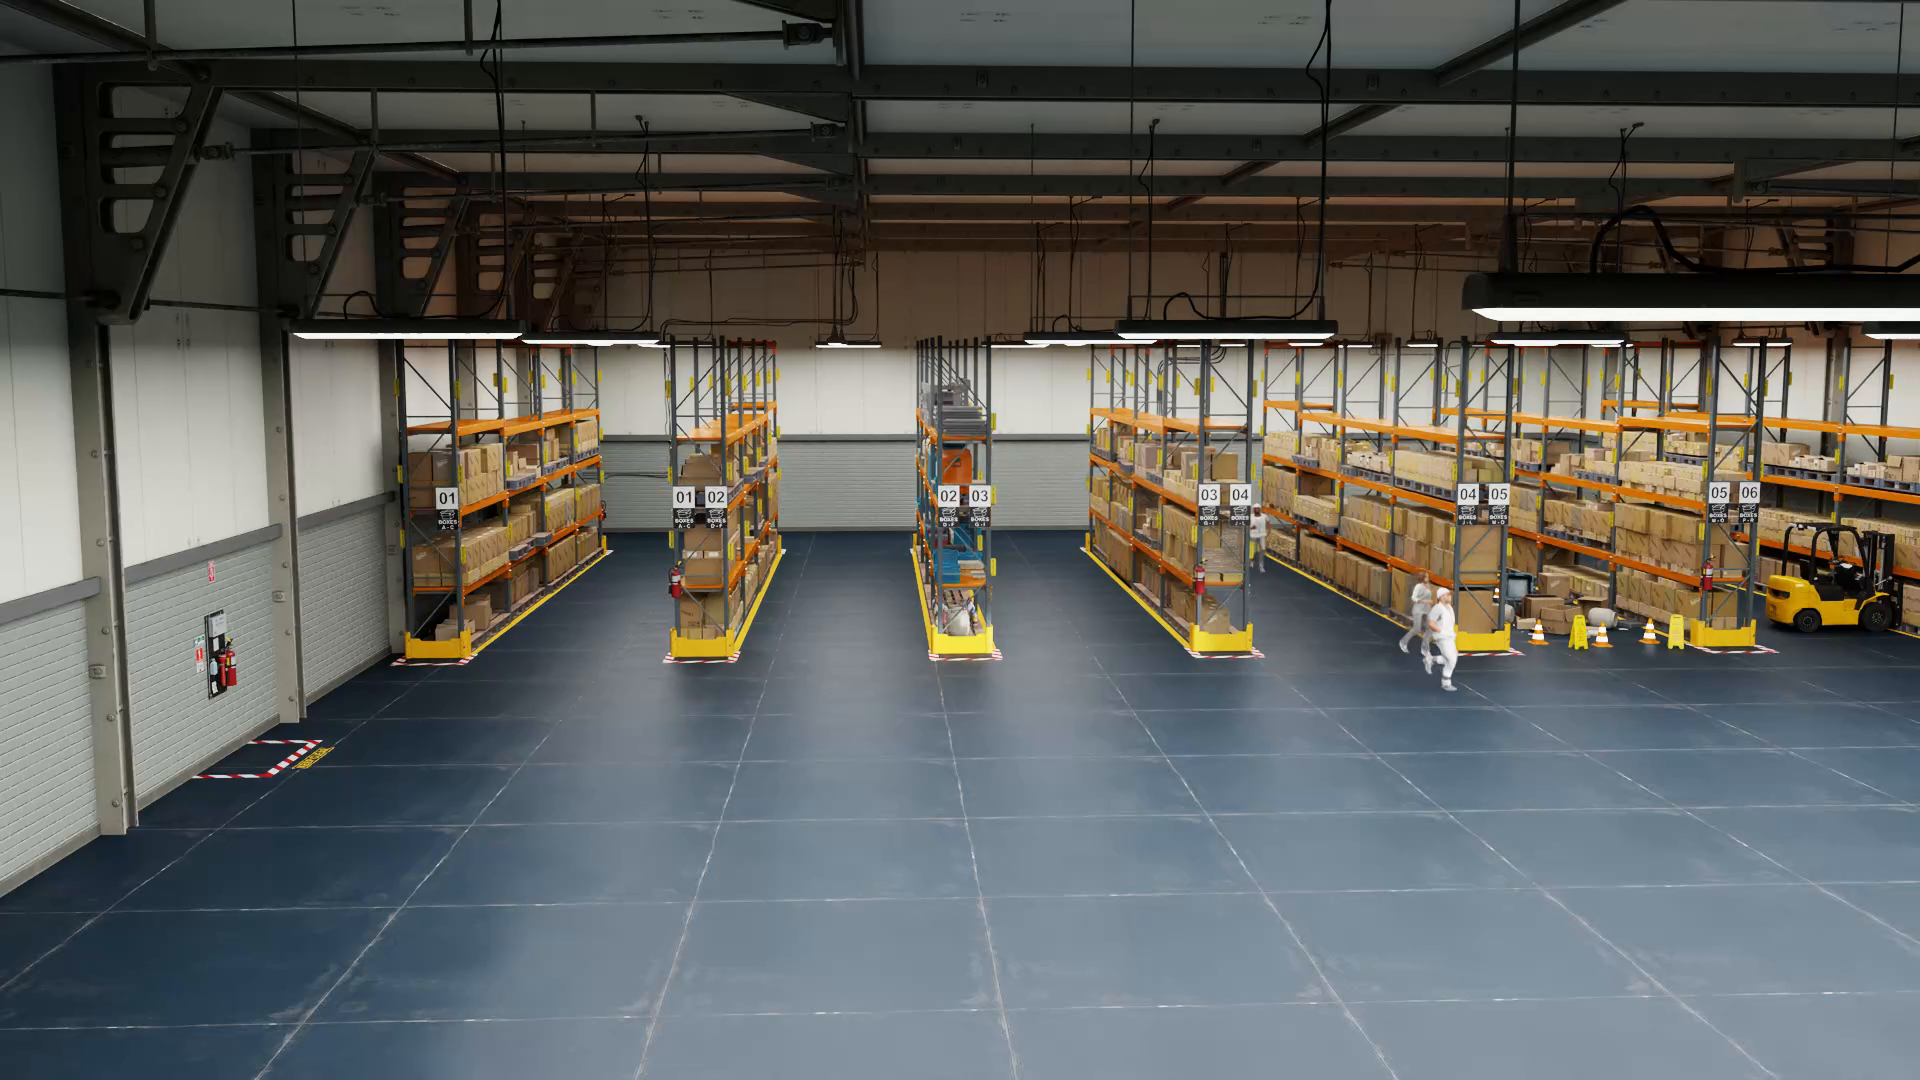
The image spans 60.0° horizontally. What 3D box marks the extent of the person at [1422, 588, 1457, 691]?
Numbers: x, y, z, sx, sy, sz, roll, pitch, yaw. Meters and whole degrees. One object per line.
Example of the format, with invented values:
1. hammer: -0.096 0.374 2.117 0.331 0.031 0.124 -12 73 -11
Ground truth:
1. person: 8.160 1.664 28.260 0.670 1.735 0.688 5 8 38

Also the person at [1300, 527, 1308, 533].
1. person: 9.996 -0.665 48.704 0.521 1.731 0.736 5 8 37

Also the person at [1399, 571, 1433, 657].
1. person: 8.632 1.395 31.267 0.569 1.637 0.702 -6 9 -42

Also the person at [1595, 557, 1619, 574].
1. person: 16.177 0.192 41.633 0.555 1.695 0.987 -1 7 -5

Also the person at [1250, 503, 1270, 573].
1. person: 7.771 -0.073 43.350 0.704 1.779 0.900 0 6 1
